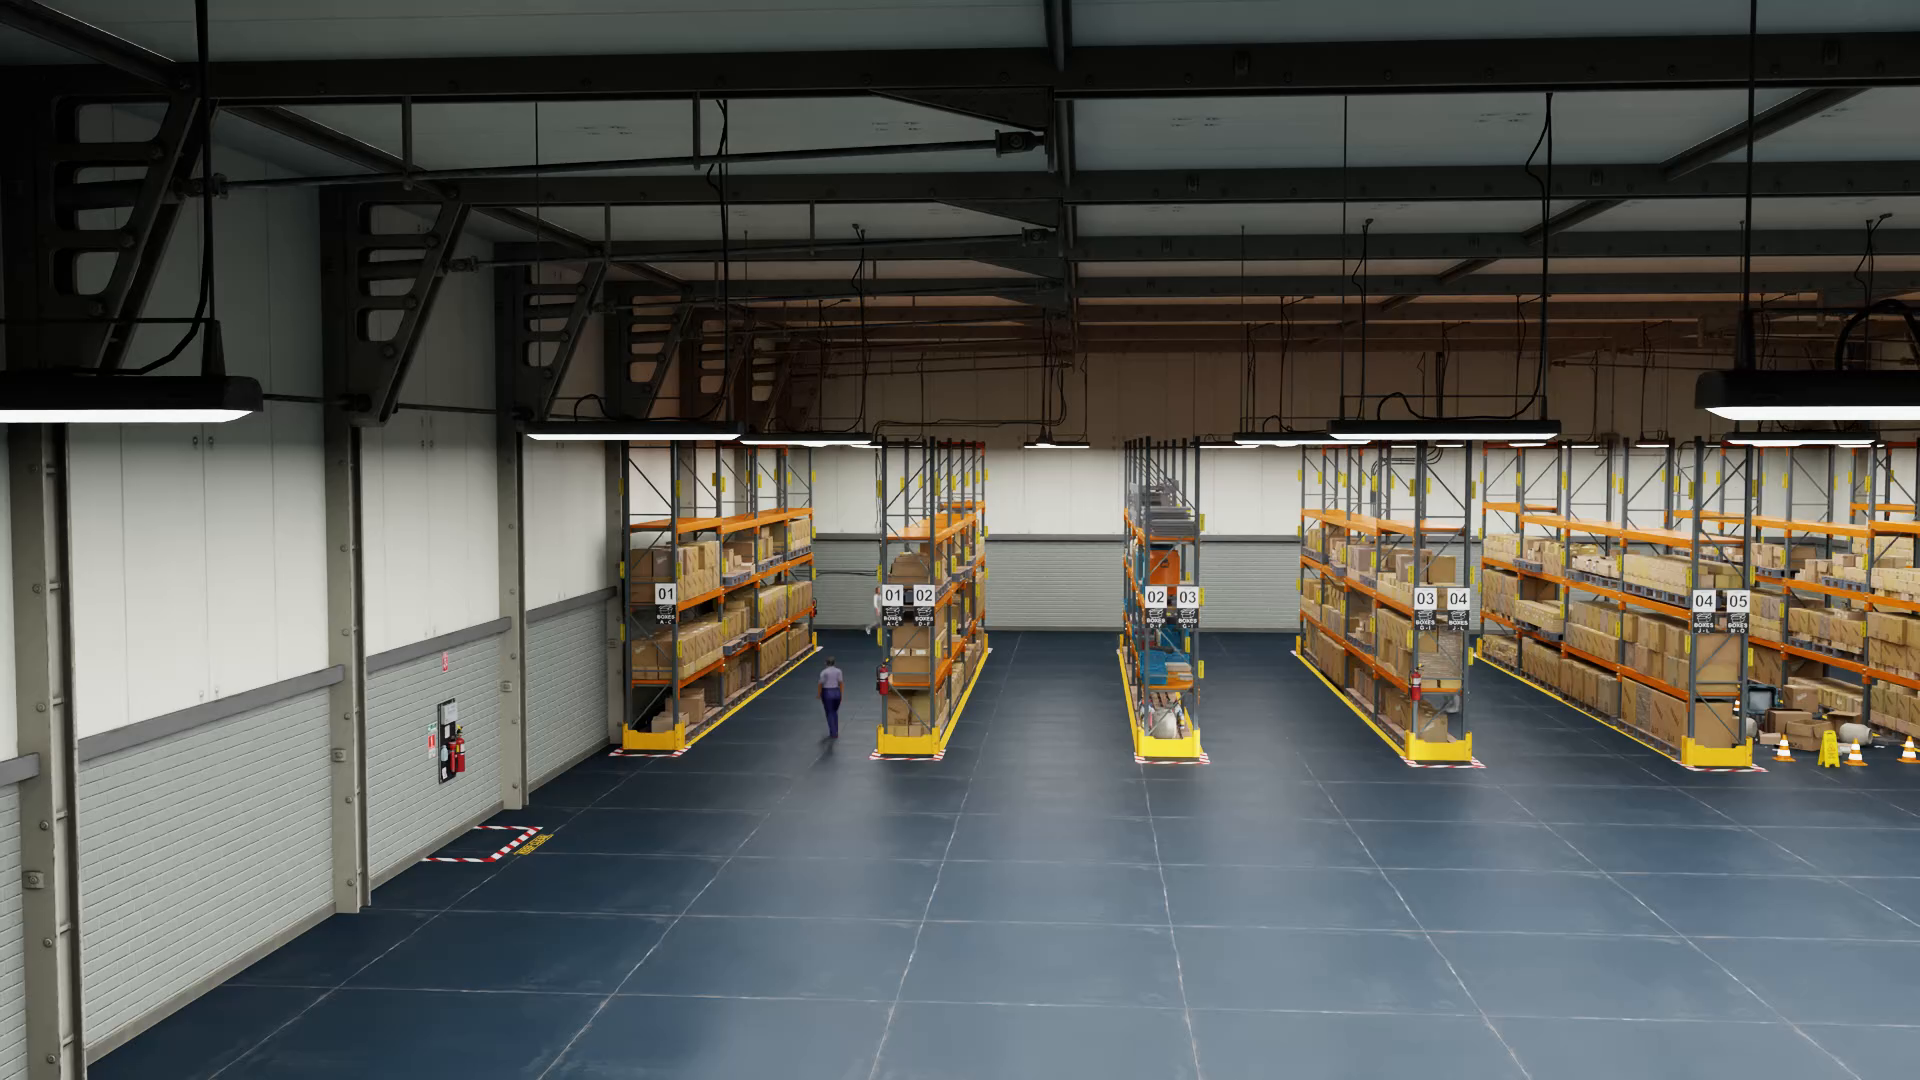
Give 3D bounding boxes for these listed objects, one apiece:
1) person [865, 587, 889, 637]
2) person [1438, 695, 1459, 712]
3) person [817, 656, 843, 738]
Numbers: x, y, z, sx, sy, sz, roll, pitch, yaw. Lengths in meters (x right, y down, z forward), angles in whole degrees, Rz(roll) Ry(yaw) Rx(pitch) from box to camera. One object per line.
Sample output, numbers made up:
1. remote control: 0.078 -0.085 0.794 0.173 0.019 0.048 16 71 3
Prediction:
1. person: -2.534 2.214 51.107 0.719 1.539 0.444 1 3 20
2. person: 10.761 2.920 36.536 0.383 1.680 0.539 -1 3 -14
3. person: -2.586 3.156 33.121 0.525 1.708 0.602 -2 4 -36
